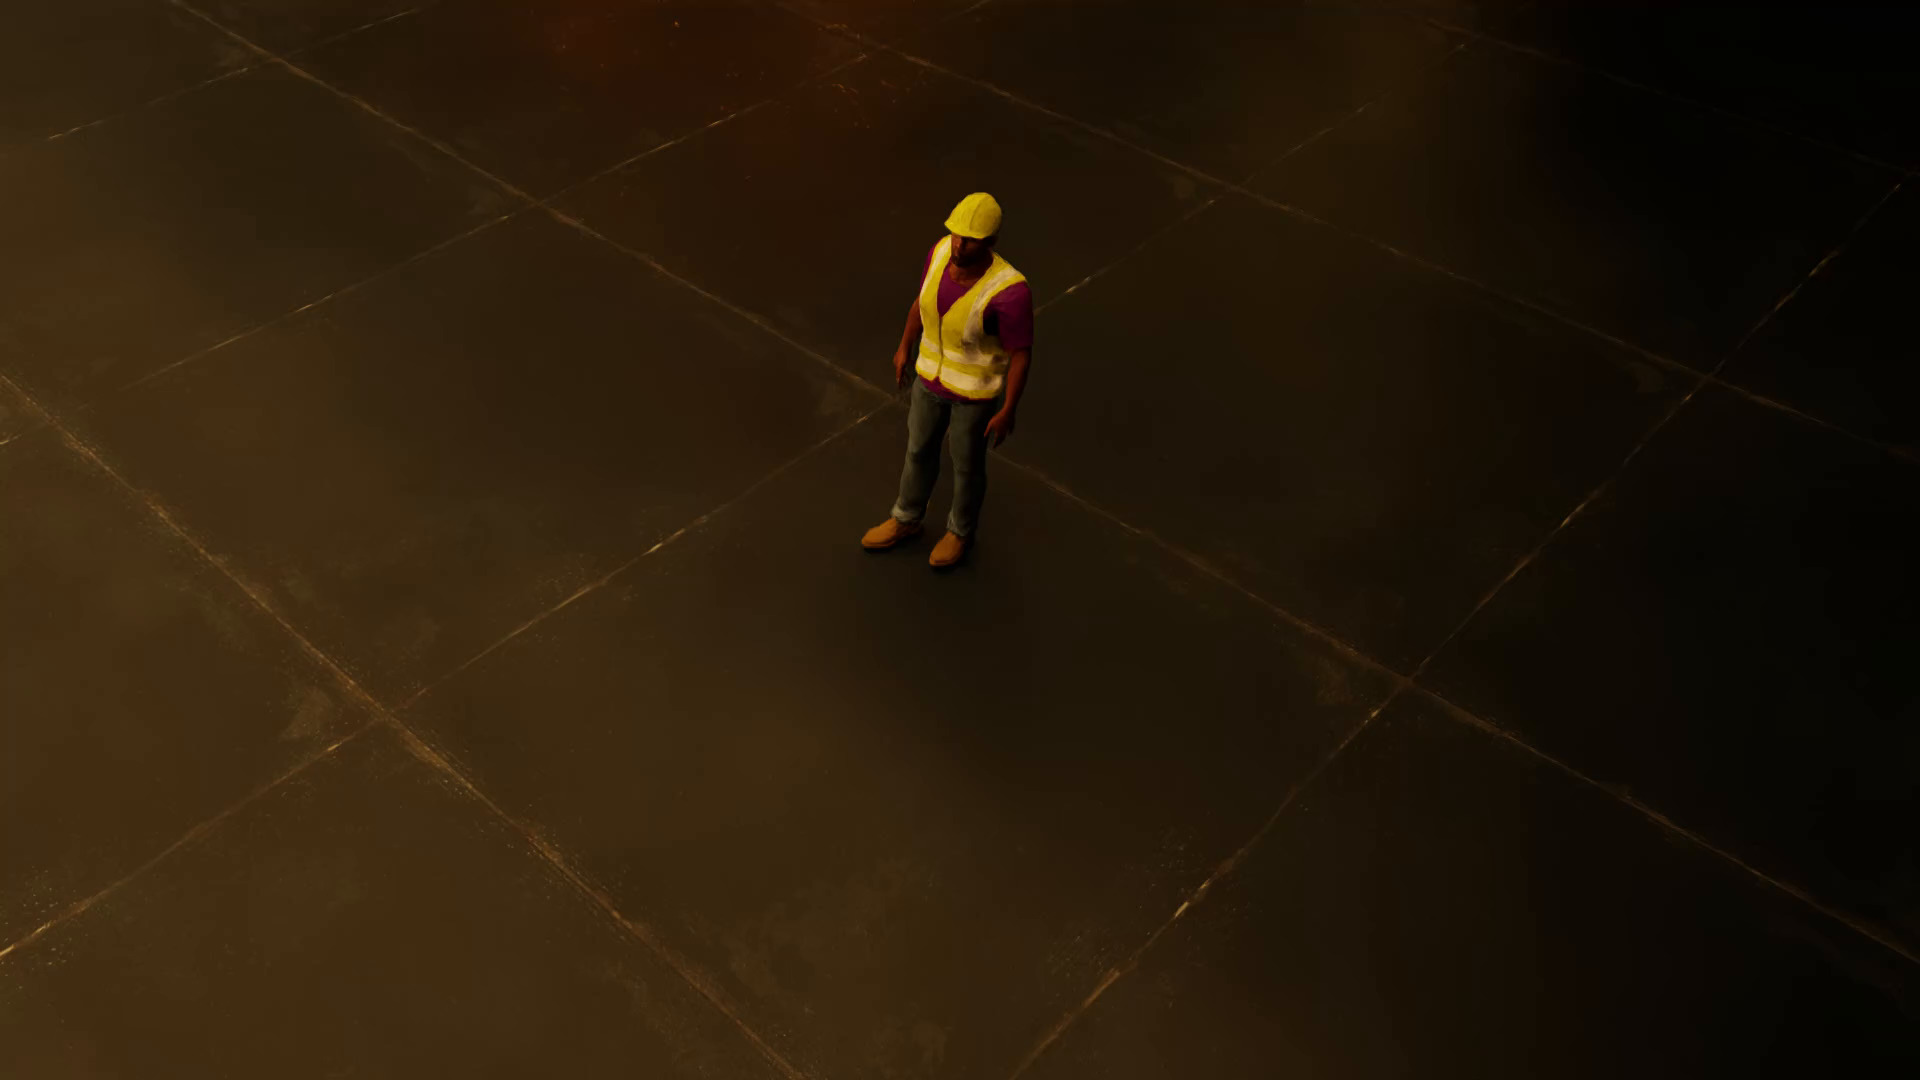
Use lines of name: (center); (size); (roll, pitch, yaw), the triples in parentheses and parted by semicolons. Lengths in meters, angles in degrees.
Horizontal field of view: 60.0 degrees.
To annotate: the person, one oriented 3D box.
person: (-0.051, -0.645, 7.063); (0.665, 1.766, 0.576); (31, 49, 31)
